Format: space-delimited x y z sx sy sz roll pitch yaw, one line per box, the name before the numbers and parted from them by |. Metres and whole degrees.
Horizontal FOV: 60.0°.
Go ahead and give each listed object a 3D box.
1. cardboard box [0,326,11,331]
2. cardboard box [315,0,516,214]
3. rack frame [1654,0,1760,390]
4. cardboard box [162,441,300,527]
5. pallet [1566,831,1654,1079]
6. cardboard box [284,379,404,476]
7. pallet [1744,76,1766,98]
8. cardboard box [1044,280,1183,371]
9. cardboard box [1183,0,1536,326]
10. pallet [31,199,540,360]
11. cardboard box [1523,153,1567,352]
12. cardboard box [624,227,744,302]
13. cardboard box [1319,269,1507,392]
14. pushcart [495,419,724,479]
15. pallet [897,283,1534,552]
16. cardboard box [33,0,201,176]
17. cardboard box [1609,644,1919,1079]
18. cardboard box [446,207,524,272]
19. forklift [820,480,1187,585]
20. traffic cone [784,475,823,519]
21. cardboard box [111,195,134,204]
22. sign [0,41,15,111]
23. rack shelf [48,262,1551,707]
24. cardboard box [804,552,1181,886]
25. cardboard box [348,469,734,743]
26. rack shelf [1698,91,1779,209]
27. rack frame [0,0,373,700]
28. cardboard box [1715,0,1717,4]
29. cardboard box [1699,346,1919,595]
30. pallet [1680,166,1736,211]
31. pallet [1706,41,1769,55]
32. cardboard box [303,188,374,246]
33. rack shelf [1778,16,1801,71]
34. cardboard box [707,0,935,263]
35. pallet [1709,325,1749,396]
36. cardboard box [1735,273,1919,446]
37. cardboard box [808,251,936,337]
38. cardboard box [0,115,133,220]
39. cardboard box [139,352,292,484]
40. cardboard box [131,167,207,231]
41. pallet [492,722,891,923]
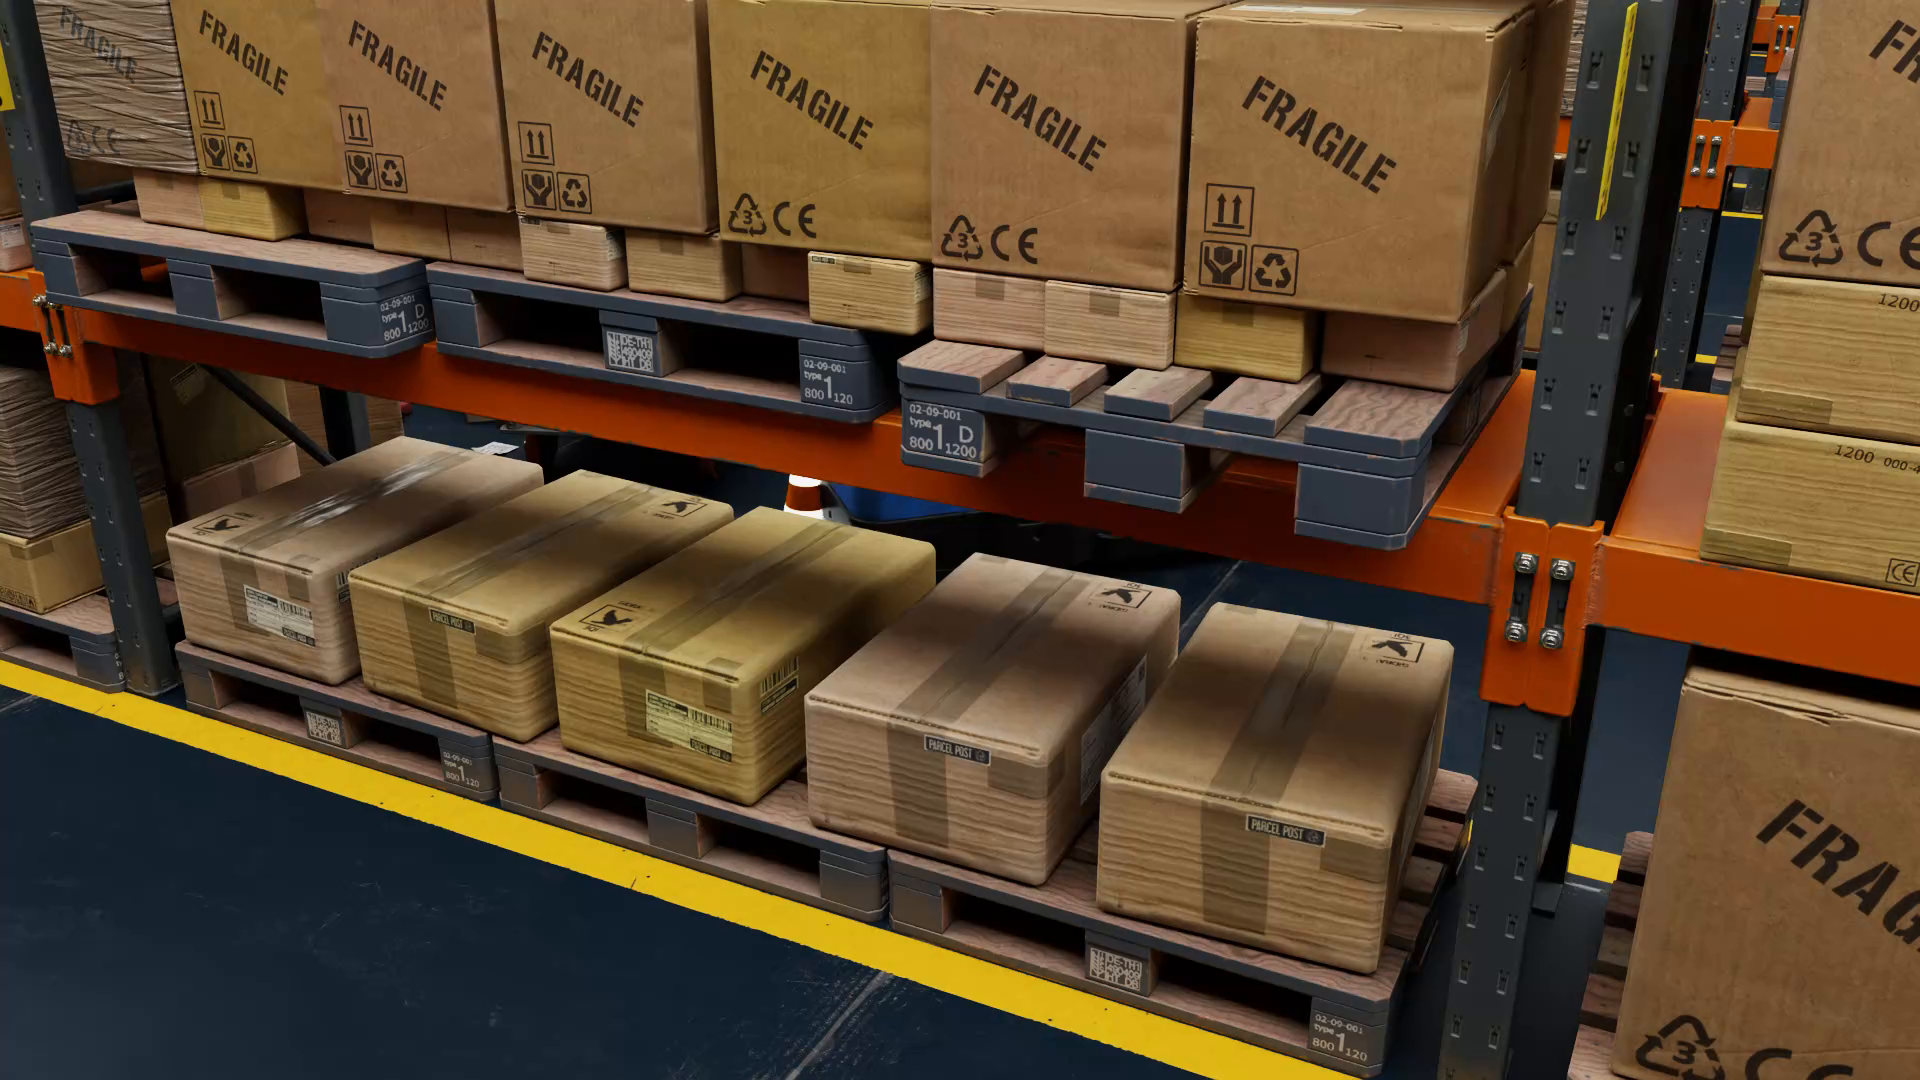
cardboard box | -3.401 -0.448 5.489 0.500 0.500 0.500 12 26 25
cardboard box | -1.126 -1.088 3.930 0.500 0.500 0.500 11 25 24
rack frame | 3.416 -2.115 7.391 0.127 3.000 1.000 11 25 25
cardboard box | -2.702 -0.201 5.867 0.500 0.250 0.500 10 25 22
pallet | 1.942 1.080 3.440 1.213 0.211 1.003 11 25 25
cardboard box | -2.639 -0.590 6.996 0.500 0.500 0.500 -10 25 -21
pallet | 7.305 -4.427 16.389 1.213 0.211 1.003 11 25 25
cardboard box | 0.357 -0.473 3.313 0.250 0.149 0.380 11 25 24
cardboard box | 0.742 -0.728 3.084 0.500 0.500 0.500 10 25 23
pallet | -1.681 -0.801 4.545 1.213 0.211 1.003 11 25 25
cardboard box | 2.913 -1.412 8.076 0.750 0.750 1.050 11 25 24
cardboard box | -0.545 -0.668 3.772 0.250 0.149 0.380 10 25 23
cardboard box | 0.874 -0.422 3.194 0.250 0.149 0.380 12 26 26
pushcart | -1.313 -0.673 7.351 0.936 0.377 1.648 3 23 6
pallet | 0.589 -0.369 3.530 1.003 0.211 1.213 11 25 25
cardboard box | -2.008 -1.268 4.354 0.500 0.500 0.500 12 26 26
cardboard box | 1.852 0.567 3.262 0.875 0.875 0.875 11 25 24
cardboard box | -1.010 -0.770 4.011 0.250 0.149 0.380 11 26 25
forklift | 0.929 -1.487 6.001 3.031 2.935 1.130 -7 24 -17
traffic cone | -0.559 -0.177 6.076 0.334 0.463 0.336 11 25 25
cardboard box | -2.682 -1.153 5.450 0.250 0.149 0.380 12 26 26
sign | -2.535 -1.282 4.326 0.005 0.325 0.100 11 25 25
rack shelf | -0.512 -0.391 4.255 4.000 0.370 1.077 11 25 25
cardboard box | 0.111 0.417 4.258 0.625 0.372 0.950 11 25 24
cardboard box | -1.185 0.159 4.865 0.625 0.372 0.950 13 26 28
rack shelf | 5.201 -1.431 6.701 4.000 0.370 1.077 11 25 25
rack frame | -2.297 -1.075 4.945 0.127 3.000 1.000 11 25 25
cardboard box | 9.172 -6.571 20.128 0.500 0.311 0.500 11 25 24
cardboard box | 1.596 -0.125 2.903 0.500 0.250 0.500 11 25 24
pallet | 5.047 -2.685 12.294 1.213 0.211 1.003 11 25 25
pallet | 9.500 -6.165 20.476 1.213 0.211 1.003 11 25 25
cardboard box | -1.440 -0.874 4.257 0.250 0.149 0.380 13 26 28
rack shelf | 7.529 -3.145 10.733 4.000 0.370 1.077 11 25 25
cardboard box | -0.176 -0.904 3.498 0.500 0.500 0.500 9 25 21
pallet | 4.113 -0.693 7.611 1.213 0.211 1.003 11 25 25
cardboard box | 1.613 -0.354 2.802 0.500 0.250 0.500 11 25 24
cardboard box | -0.116 -0.564 3.527 0.250 0.149 0.380 12 26 25
cardboard box | -2.806 -1.249 4.847 0.500 0.500 0.500 10 25 23
cardboard box | -2.702 -0.546 5.720 0.500 0.500 0.500 13 26 27
cardboard box | -1.946 -0.945 4.423 0.250 0.149 0.380 12 26 25
pallet | -0.509 0.560 4.663 1.213 0.211 1.003 11 25 25
